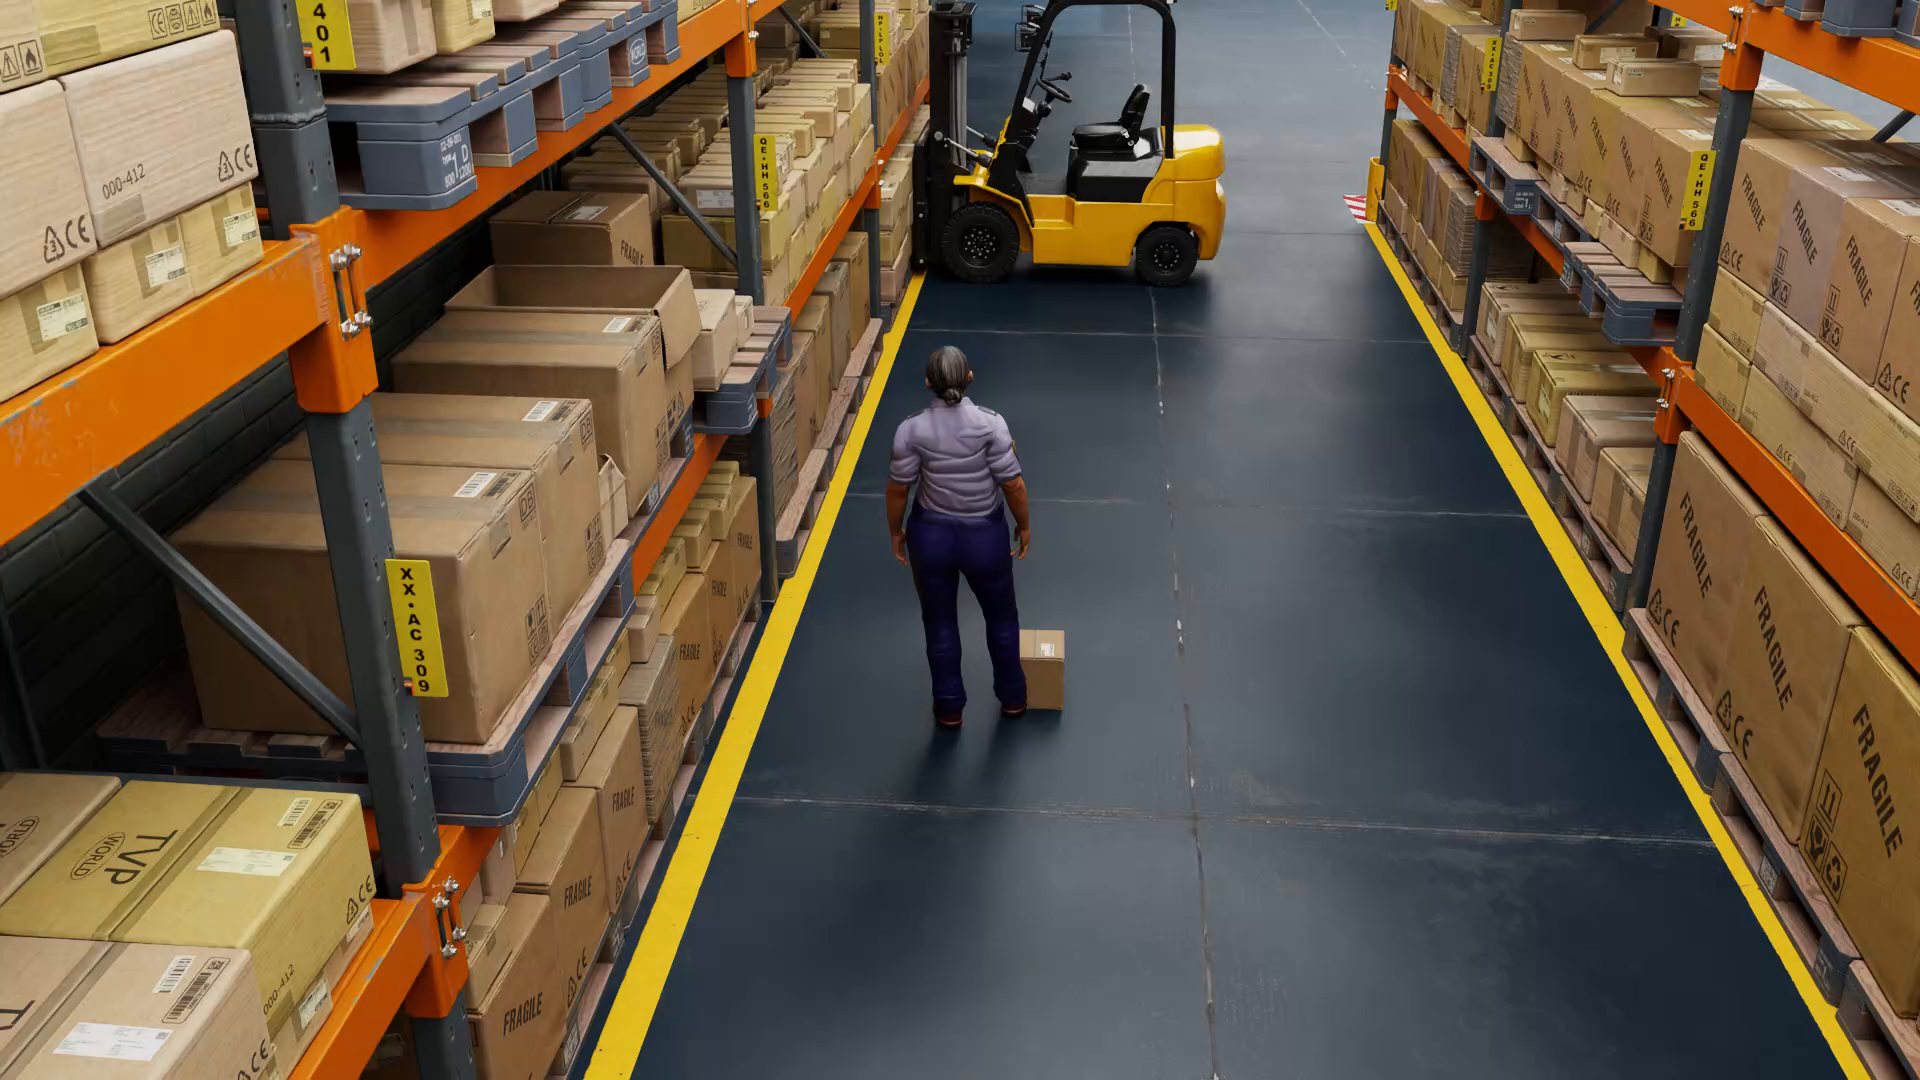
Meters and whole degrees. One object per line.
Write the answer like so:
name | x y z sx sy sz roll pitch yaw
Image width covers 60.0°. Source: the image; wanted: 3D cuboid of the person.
person | 0.018 -0.027 6.659 0.599 1.650 0.502 2 25 4
